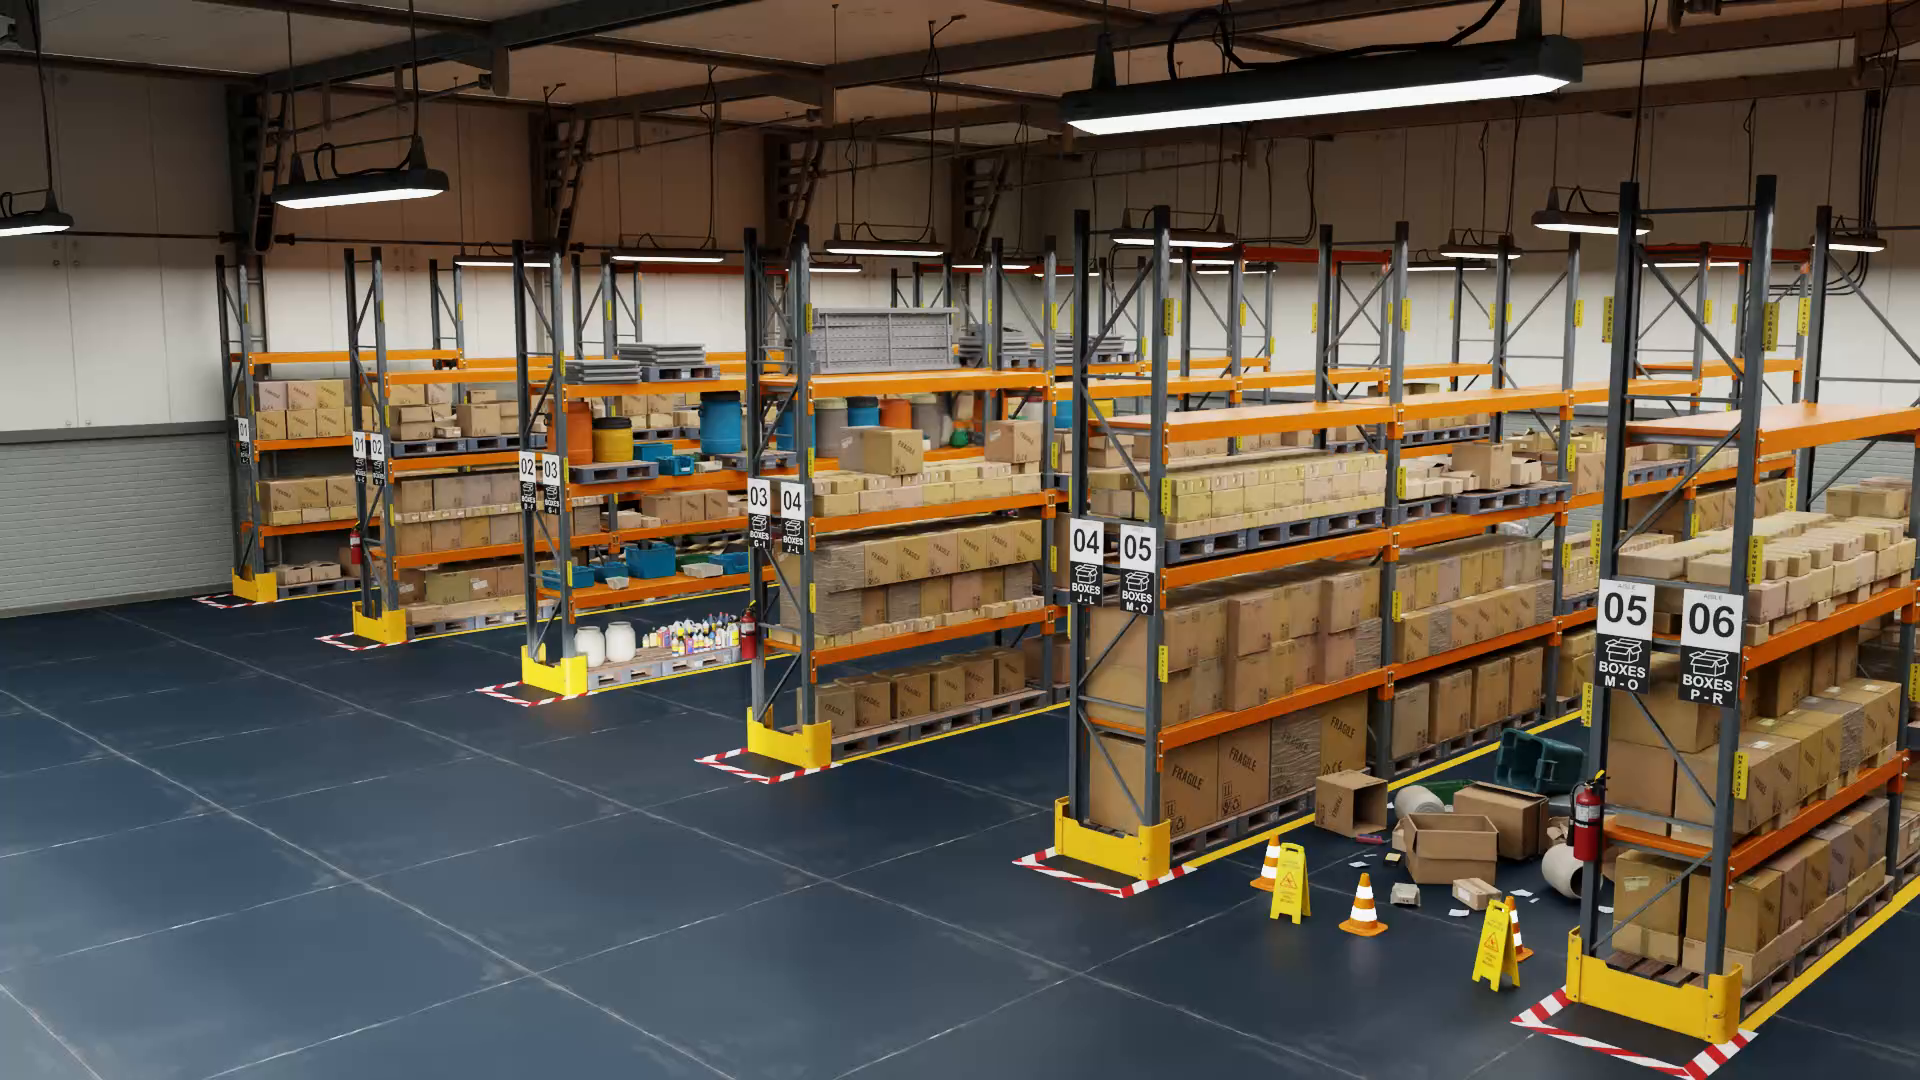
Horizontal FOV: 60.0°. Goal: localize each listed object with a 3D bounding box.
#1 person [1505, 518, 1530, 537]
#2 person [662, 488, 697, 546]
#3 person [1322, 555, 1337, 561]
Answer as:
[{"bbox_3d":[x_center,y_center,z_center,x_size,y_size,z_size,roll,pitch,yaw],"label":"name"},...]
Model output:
[{"bbox_3d":[10.588,-0.126,31.528,0.586,1.648,0.690,-1,8,-8],"label":"person"},{"bbox_3d":[-5.586,-0.338,33.148,0.706,1.731,1.054,6,10,35],"label":"person"},{"bbox_3d":[5.326,0.960,23.958,0.606,1.667,0.840,6,10,38],"label":"person"}]
